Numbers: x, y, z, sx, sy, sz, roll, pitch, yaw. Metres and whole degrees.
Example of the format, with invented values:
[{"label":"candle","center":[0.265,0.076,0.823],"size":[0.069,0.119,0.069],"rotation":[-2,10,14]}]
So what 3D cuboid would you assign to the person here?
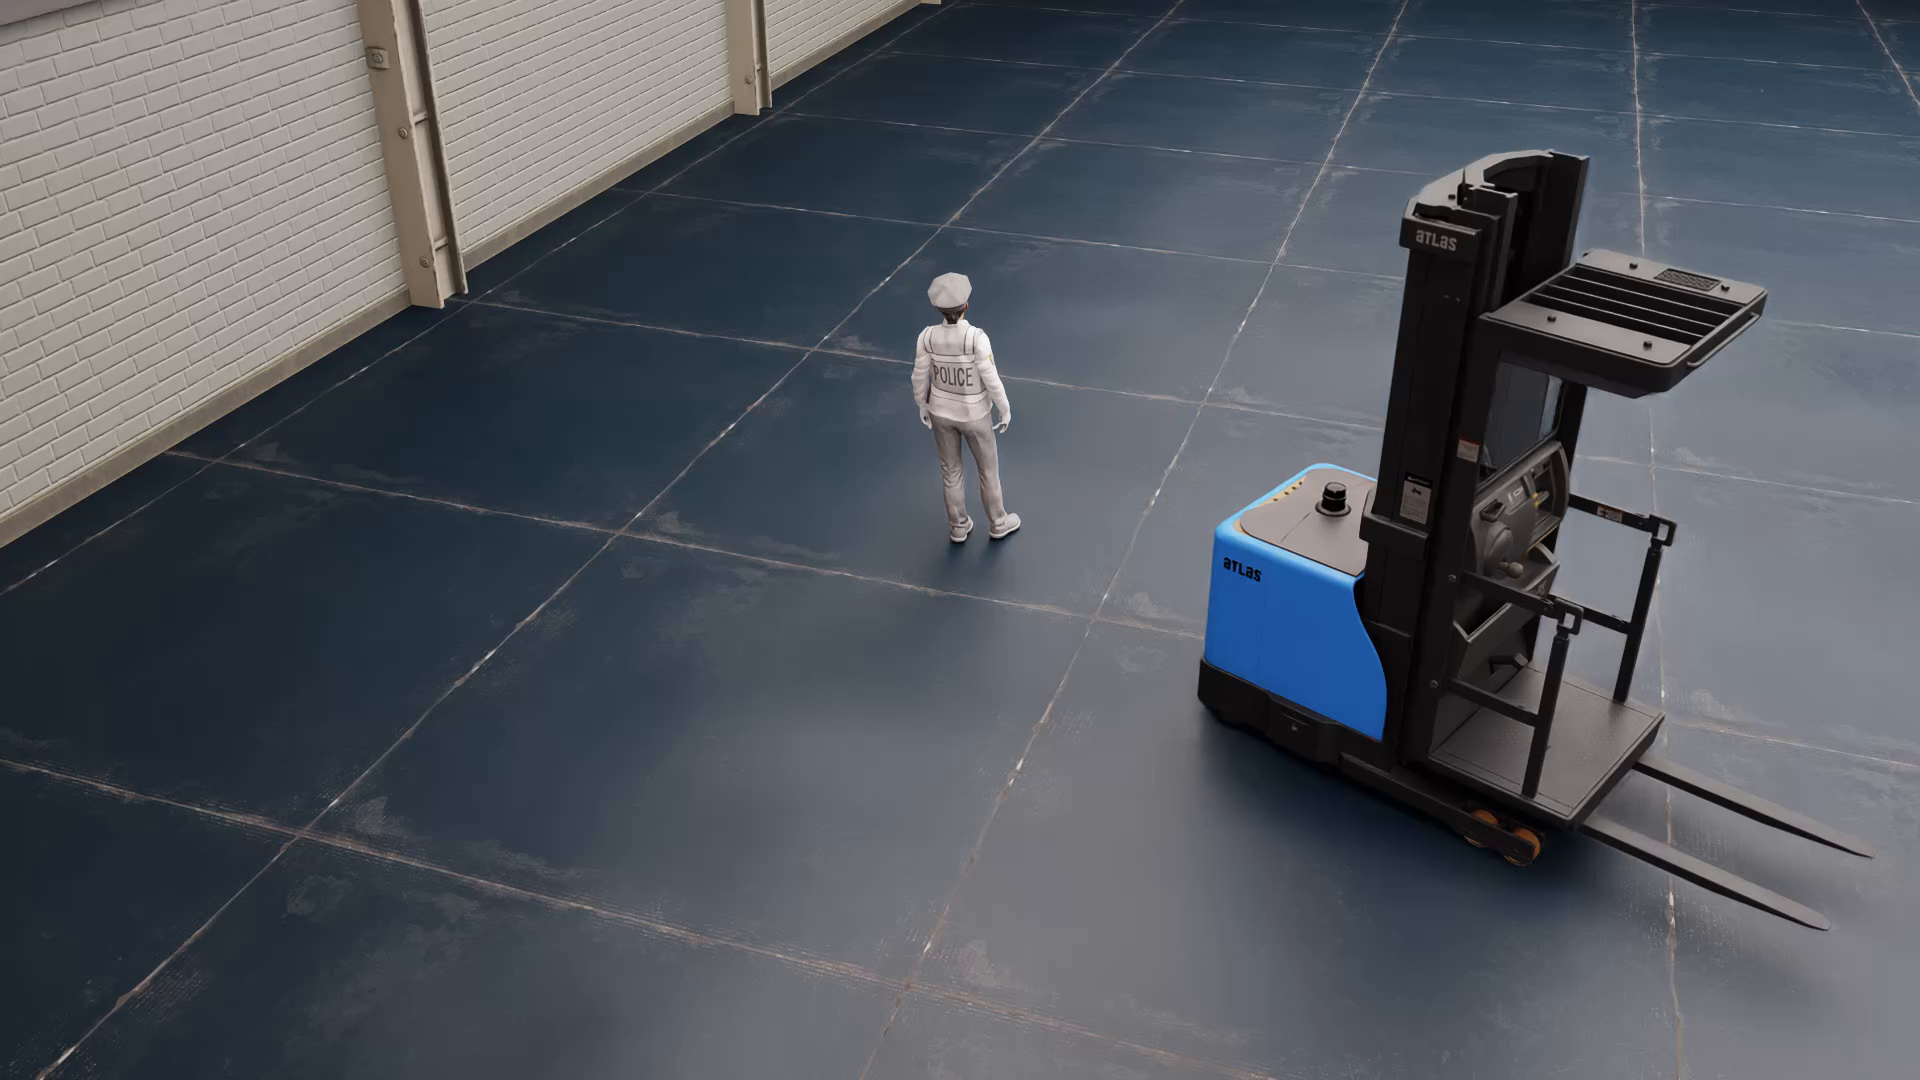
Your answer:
[{"label":"person","center":[0.028,-0.773,9.727],"size":[0.588,1.695,0.531],"rotation":[10,31,16]}]

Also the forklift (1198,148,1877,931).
[{"label":"forklift","center":[2.655,-0.098,7.308],"size":[3.031,2.935,1.130],"rotation":[24,37,35]}]
